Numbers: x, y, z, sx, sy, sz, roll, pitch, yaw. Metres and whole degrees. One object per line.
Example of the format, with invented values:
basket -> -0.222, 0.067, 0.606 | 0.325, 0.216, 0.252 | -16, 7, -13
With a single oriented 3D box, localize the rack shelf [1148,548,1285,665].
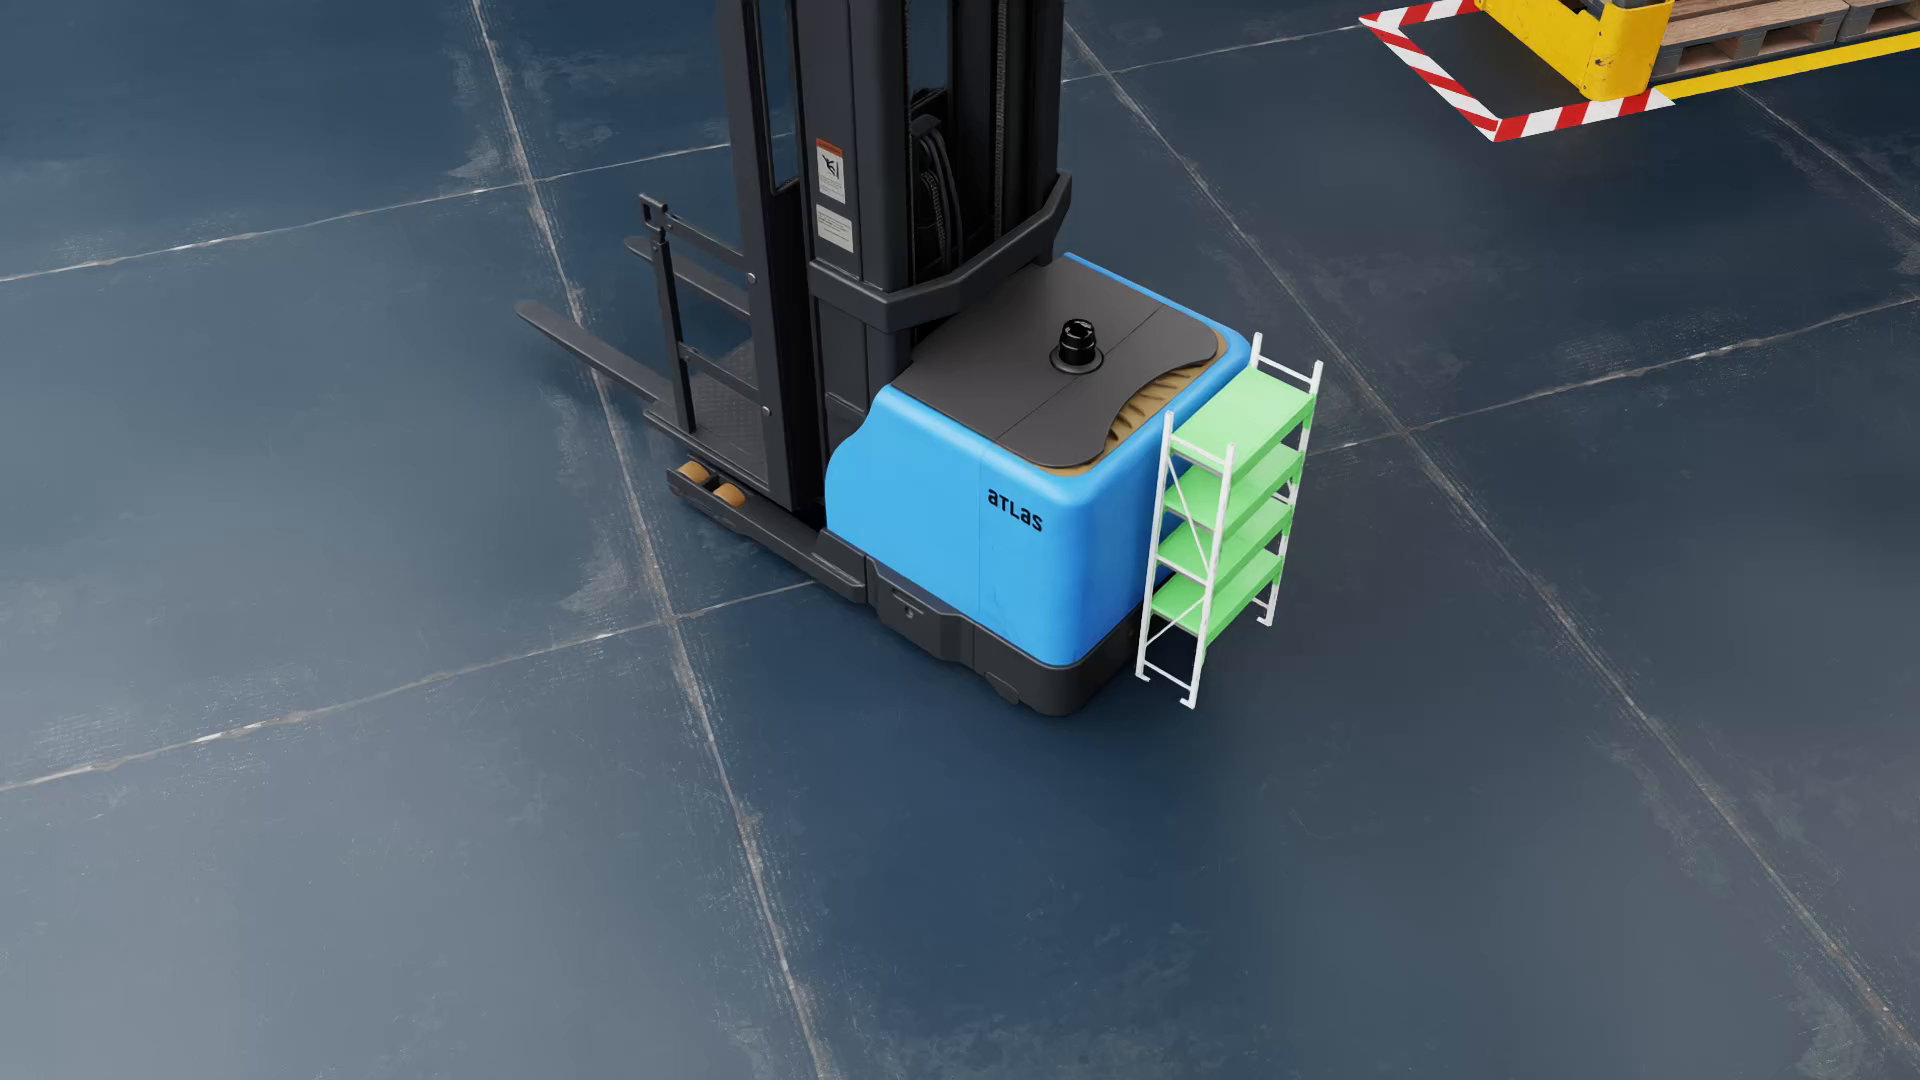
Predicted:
rack shelf -> 0.862, 0.178, 5.654 | 0.258, 0.148, 0.480 | 30, 52, 27

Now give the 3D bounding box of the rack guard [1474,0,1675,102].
rack guard -> 3.190, -2.828, 8.715 | 0.348, 0.500, 1.175 | -14, 47, -14

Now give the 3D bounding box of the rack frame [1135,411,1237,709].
rack frame -> 0.707, 0.097, 5.306 | 0.240, 1.200, 0.015 | 30, 52, 27

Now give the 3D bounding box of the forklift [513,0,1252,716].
forklift -> -0.485, -1.338, 5.515 | 3.031, 2.935, 1.130 | 31, 53, 27

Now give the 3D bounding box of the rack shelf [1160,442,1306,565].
rack shelf -> 0.862, -0.161, 5.314 | 0.258, 0.148, 0.480 | 30, 52, 27

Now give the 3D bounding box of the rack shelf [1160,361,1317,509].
rack shelf -> 0.862, -0.330, 5.144 | 0.258, 0.148, 0.480 | 30, 52, 27

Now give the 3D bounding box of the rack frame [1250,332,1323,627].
rack frame -> 1.018, -0.170, 5.572 | 0.240, 1.200, 0.015 | 30, 52, 27

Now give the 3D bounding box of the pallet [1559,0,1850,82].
pallet -> 3.956, -2.918, 9.009 | 1.213, 0.211, 1.003 | -14, 47, -14

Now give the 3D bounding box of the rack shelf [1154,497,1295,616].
rack shelf -> 0.862, 0.009, 5.484 | 0.258, 0.148, 0.480 | 30, 52, 27

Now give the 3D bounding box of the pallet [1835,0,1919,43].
pallet -> 5.102, -3.208, 9.299 | 1.213, 0.211, 1.003 | -14, 47, -14

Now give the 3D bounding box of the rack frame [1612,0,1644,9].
rack frame -> 3.135, -3.660, 7.780 | 0.127, 3.000, 1.000 | -14, 47, -14

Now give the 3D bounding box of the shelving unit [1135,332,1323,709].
shelving unit -> 0.862, -0.036, 5.439 | 0.258, 1.200, 0.503 | 30, 52, 27
